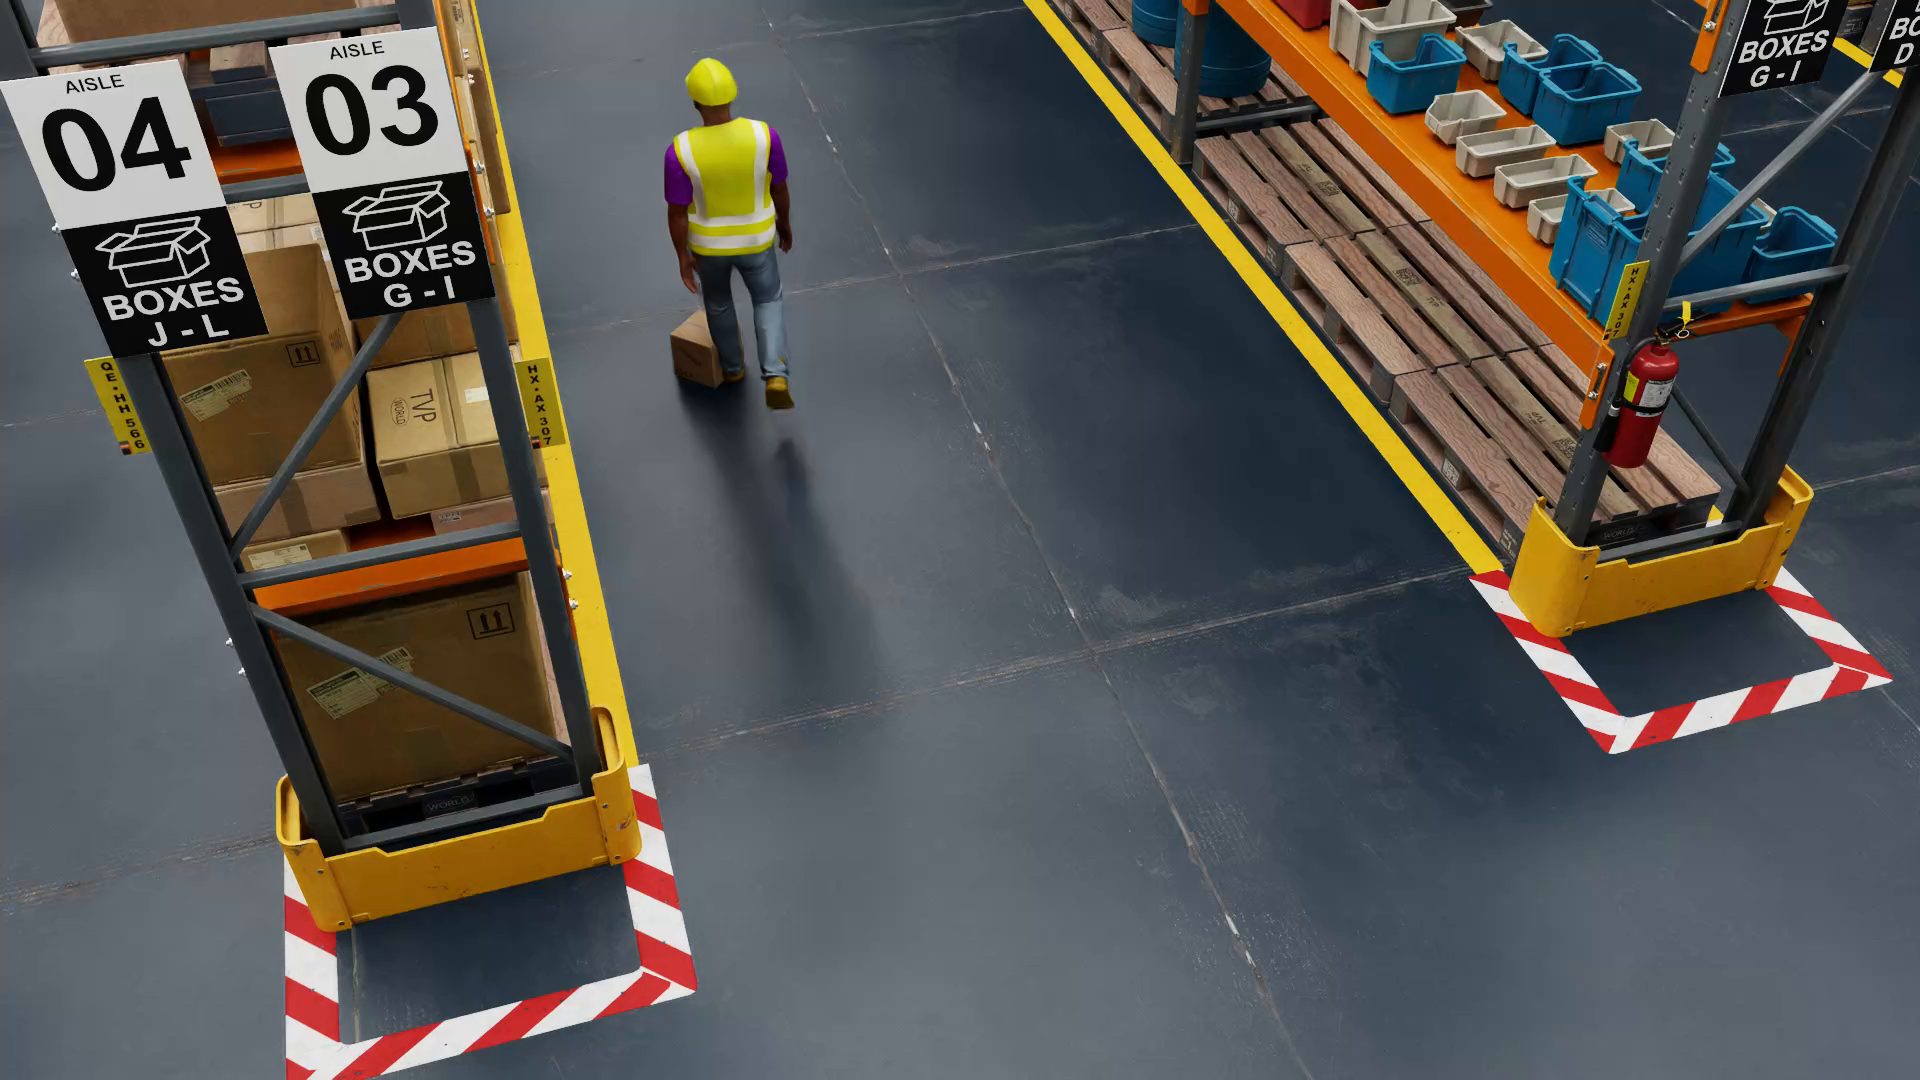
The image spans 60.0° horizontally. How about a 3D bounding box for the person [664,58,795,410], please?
[{"bbox_3d":[-1.042,-1.374,7.649,0.568,1.743,0.813,-8,43,-9],"label":"person"}]
